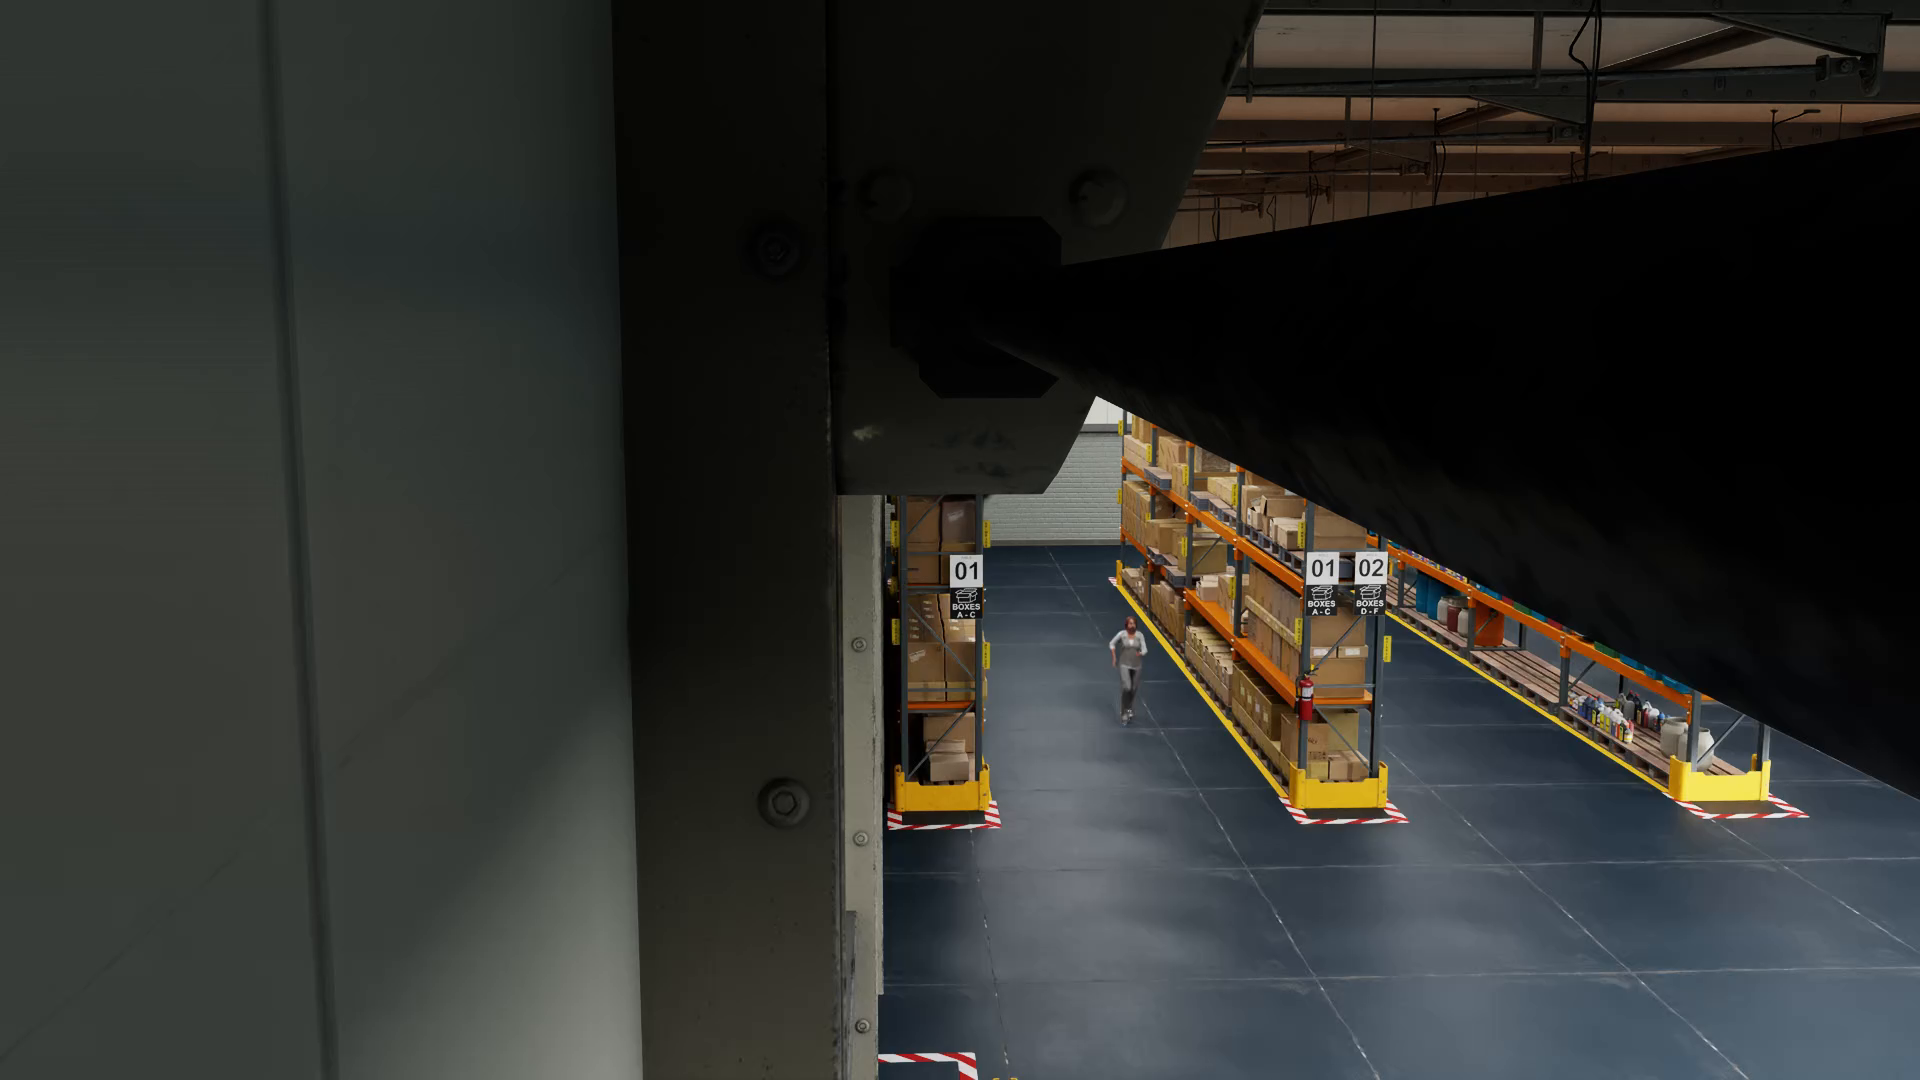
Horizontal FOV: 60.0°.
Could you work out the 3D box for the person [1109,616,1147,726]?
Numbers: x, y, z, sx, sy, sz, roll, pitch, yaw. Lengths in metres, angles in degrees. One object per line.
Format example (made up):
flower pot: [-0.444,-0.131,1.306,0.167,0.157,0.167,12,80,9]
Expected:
person: [2.507,1.923,24.628,0.505,1.623,0.688,-1,9,-9]

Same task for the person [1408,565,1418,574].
person: [10.348,-0.014,37.133,0.899,1.814,0.698,8,11,41]
